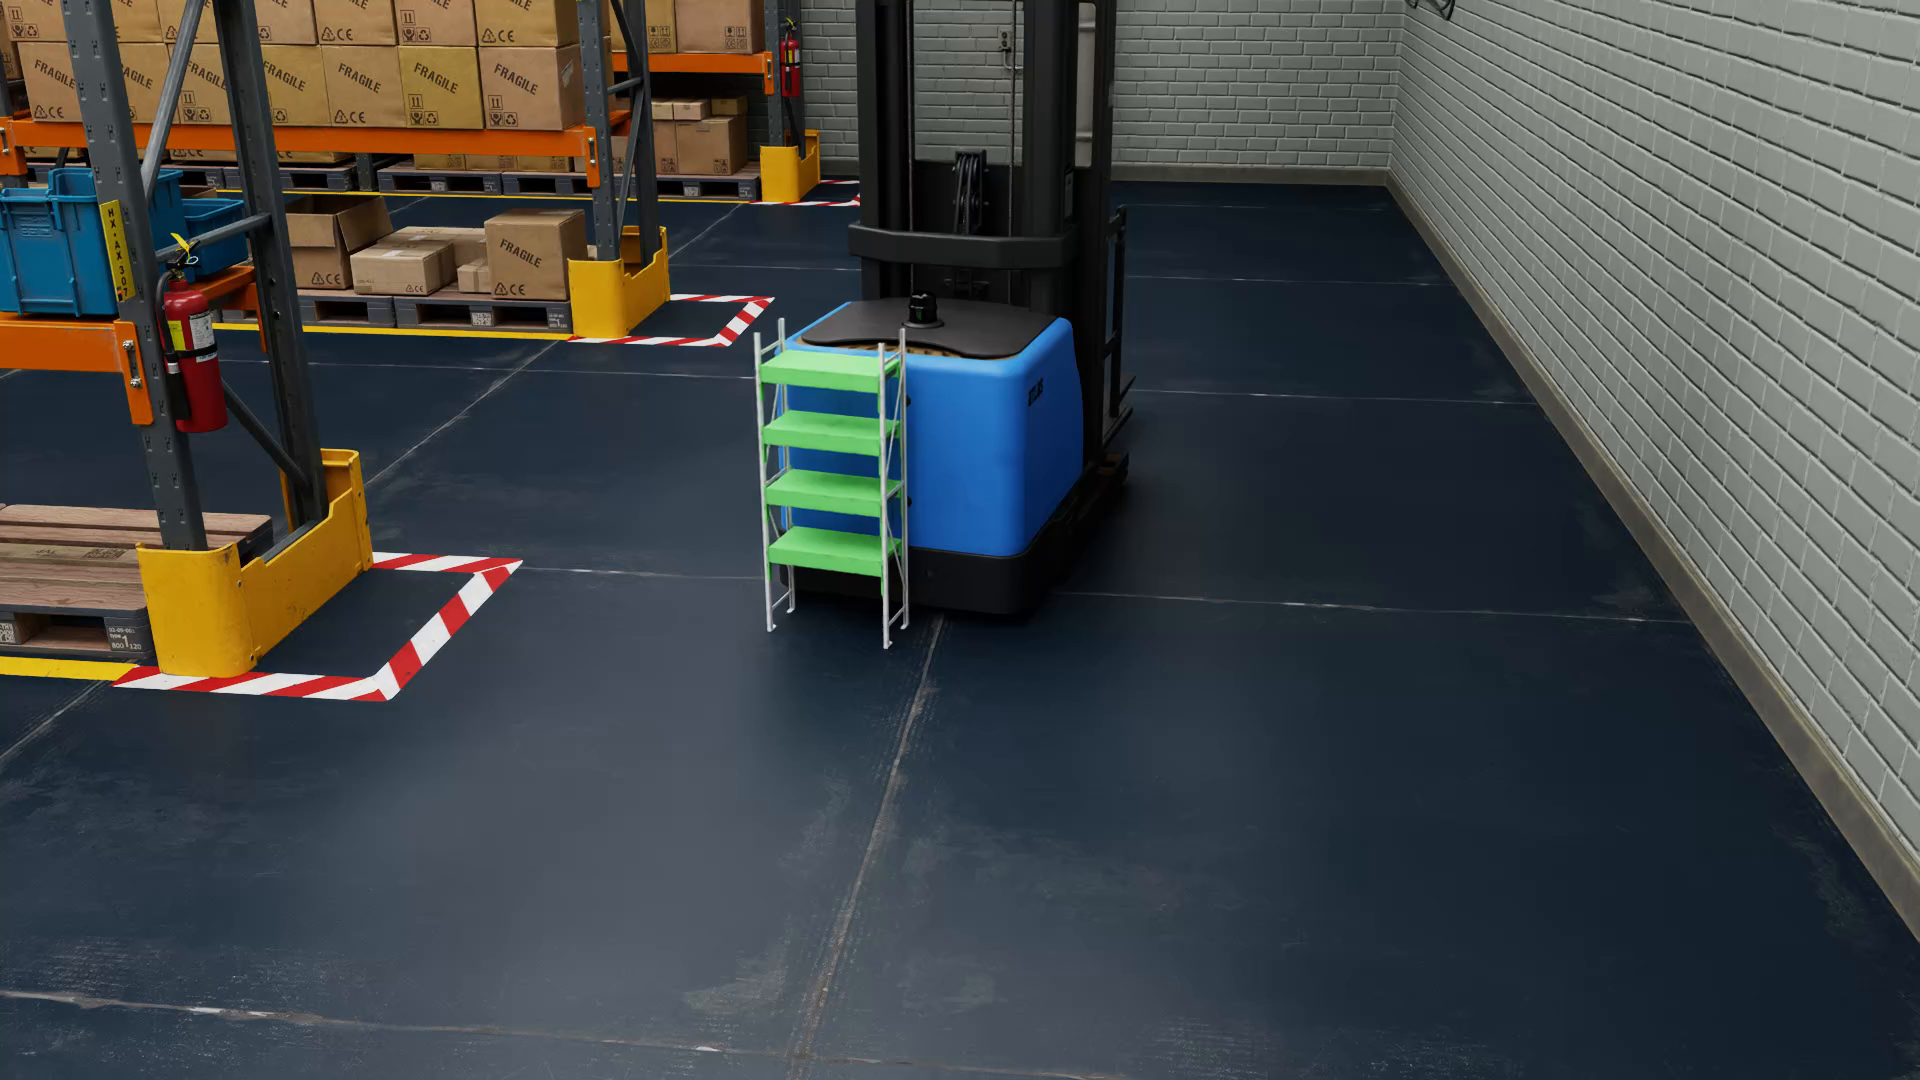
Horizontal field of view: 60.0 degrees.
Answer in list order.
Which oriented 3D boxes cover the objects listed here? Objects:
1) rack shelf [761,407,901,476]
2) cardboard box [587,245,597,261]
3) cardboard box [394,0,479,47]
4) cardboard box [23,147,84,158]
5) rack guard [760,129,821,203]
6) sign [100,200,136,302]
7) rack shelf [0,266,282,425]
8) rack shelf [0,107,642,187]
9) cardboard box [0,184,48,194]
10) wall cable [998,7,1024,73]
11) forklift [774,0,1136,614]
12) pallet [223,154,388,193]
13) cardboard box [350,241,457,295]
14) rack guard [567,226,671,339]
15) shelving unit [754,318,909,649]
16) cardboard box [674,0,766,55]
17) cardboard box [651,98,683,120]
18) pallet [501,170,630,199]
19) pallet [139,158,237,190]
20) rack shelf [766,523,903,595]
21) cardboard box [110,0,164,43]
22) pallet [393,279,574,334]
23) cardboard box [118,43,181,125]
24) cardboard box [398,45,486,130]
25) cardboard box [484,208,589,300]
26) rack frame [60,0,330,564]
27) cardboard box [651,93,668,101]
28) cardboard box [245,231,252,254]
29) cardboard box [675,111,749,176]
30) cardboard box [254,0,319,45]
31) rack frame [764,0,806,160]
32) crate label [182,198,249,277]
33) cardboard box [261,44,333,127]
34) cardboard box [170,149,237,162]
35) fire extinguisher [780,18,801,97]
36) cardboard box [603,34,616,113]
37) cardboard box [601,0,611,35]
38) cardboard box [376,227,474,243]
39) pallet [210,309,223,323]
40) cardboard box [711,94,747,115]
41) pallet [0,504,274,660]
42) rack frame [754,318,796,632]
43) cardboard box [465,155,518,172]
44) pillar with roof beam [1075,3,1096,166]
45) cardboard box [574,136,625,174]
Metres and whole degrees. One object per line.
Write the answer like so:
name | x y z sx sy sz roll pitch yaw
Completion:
rack shelf | -0.479 -0.376 6.278 0.480 0.148 0.258 7 22 17
cardboard box | -2.575 -1.929 11.519 0.250 0.149 0.380 2 22 6
cardboard box | -3.176 -3.359 10.360 0.500 0.500 0.500 3 22 8
cardboard box | -8.850 -4.178 16.280 0.750 0.750 0.750 2 22 6
rack guard | -1.597 -3.552 15.745 0.348 0.500 1.175 2 22 6
sign | -2.835 -0.973 5.599 0.005 0.325 0.100 2 22 6
rack shelf | -4.773 -0.850 6.490 4.000 0.370 1.077 2 22 6
rack shelf | -4.186 -2.659 11.064 4.000 0.370 1.077 2 22 6
cardboard box | -6.624 -2.232 11.807 0.500 0.500 0.500 2 22 4
wall cable | -0.238 -5.478 15.834 1.851 1.984 0.084 2 22 6
forklift | 0.188 -1.583 7.457 1.130 2.935 3.031 7 23 16
pallet | -6.368 -3.598 16.253 1.213 0.211 1.003 2 22 6
cardboard box | -3.709 -1.818 11.101 0.500 0.250 0.500 2 22 6
rack guard | -2.275 -1.748 11.180 0.348 0.500 1.175 2 22 6
shelving unit | -0.479 -0.212 6.342 0.503 1.200 0.258 7 22 17
cardboard box | -2.128 -4.874 15.279 0.700 0.700 0.980 3 22 9
cardboard box | -2.730 -3.994 15.408 0.250 0.149 0.380 3 22 8
pallet | -3.632 -3.479 15.951 1.213 0.211 1.003 2 22 6
pallet | -7.583 -3.650 16.384 1.213 0.211 1.003 2 22 6
rack shelf | -0.479 0.071 6.453 0.480 0.148 0.258 7 22 17
cardboard box | -5.225 -3.446 10.581 0.500 0.500 0.500 2 22 5
pallet | -3.067 -1.647 11.320 1.213 0.211 1.003 2 22 6
cardboard box | -5.189 -2.984 10.771 0.500 0.500 0.500 3 22 7
cardboard box | -3.192 -2.895 10.545 0.500 0.500 0.500 3 22 7
cardboard box | -2.769 -1.883 10.923 0.500 0.500 0.500 2 22 6
rack frame | -2.787 -1.099 6.139 0.127 3.000 1.000 2 22 6
cardboard box | -2.932 -4.144 15.789 0.250 0.149 0.380 3 22 7
cardboard box | -4.828 -2.081 11.681 0.500 0.311 0.500 2 22 6
cardboard box | -2.328 -3.742 15.654 0.500 0.500 0.700 2 22 6
cardboard box | -4.202 -3.402 10.468 0.500 0.500 0.500 3 22 8
rack frame | -1.621 -4.716 15.288 0.127 3.000 1.000 2 22 6
crate label | -2.993 -1.179 6.489 0.303 0.233 0.416 2 22 6
cardboard box | -4.188 -2.940 10.660 0.500 0.500 0.500 2 22 6
cardboard box | -7.137 -4.102 16.089 0.750 0.750 0.750 3 22 8
fire extinguisher | -1.525 -4.331 14.928 0.183 0.674 0.296 2 22 6
cardboard box | -2.610 -3.069 10.986 0.500 0.500 0.500 3 22 7
cardboard box | -2.610 -3.534 10.802 0.500 0.500 0.500 3 22 8
cardboard box | -3.700 -2.003 11.568 0.500 0.250 0.500 2 22 6
pallet | -5.490 -1.753 11.587 1.213 0.211 1.003 2 22 6
cardboard box | -2.180 -4.111 15.706 0.250 0.149 0.380 3 22 7
pallet | -3.601 0.148 6.777 1.213 0.211 1.003 2 22 6
rack frame | -0.711 -0.240 6.413 0.015 1.200 0.240 7 22 17
cardboard box | -4.364 -3.829 15.873 0.500 0.500 0.700 2 22 6
pillar with roof beam | 0.656 -6.133 10.712 0.400 9.000 9.100 2 22 6
cardboard box | -3.324 -3.785 15.763 0.500 0.500 0.700 2 22 5
